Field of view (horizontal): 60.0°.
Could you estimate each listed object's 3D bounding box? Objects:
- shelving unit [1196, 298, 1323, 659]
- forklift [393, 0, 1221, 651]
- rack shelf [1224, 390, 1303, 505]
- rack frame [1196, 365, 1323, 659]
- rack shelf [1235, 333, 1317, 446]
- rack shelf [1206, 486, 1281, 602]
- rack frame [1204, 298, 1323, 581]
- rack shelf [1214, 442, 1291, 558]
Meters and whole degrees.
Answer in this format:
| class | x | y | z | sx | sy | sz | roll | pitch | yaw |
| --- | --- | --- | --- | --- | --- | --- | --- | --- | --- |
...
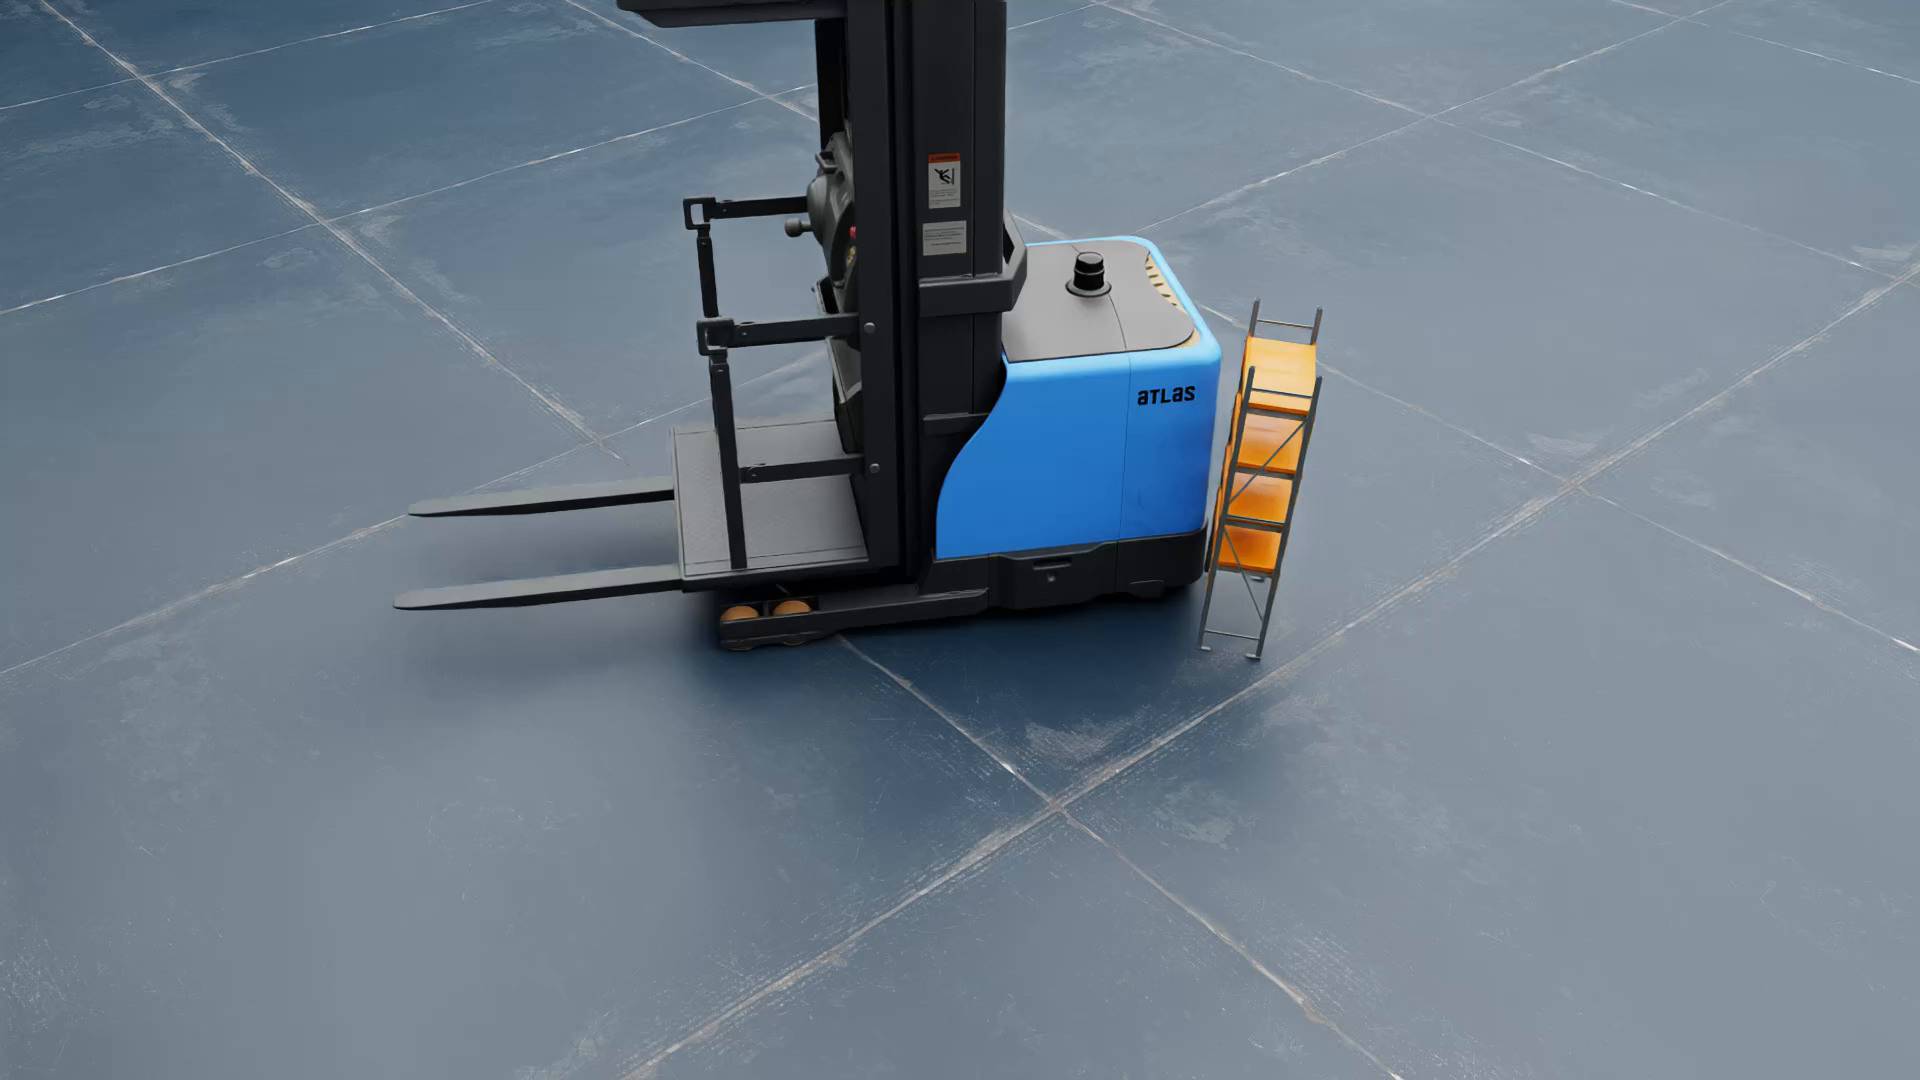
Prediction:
| class | x | y | z | sx | sy | sz | roll | pitch | yaw |
| --- | --- | --- | --- | --- | --- | --- | --- | --- | --- |
| shelving unit | 1.073 | -0.206 | 5.989 | 0.258 | 1.200 | 0.503 | 9 | 36 | 6 |
| forklift | -0.624 | -1.116 | 5.789 | 3.031 | 2.935 | 1.130 | -6 | 36 | -8 |
| rack shelf | 1.083 | -0.332 | 5.897 | 0.258 | 0.148 | 0.480 | 9 | 36 | 6 |
| rack frame | 1.029 | -0.067 | 5.793 | 0.240 | 1.200 | 0.015 | 9 | 36 | 6 |
| rack shelf | 1.098 | -0.523 | 5.758 | 0.258 | 0.148 | 0.480 | 9 | 36 | 6 |
| rack shelf | 1.056 | 0.008 | 6.145 | 0.258 | 0.148 | 0.480 | 9 | 36 | 6 |
| rack frame | 1.116 | -0.345 | 6.185 | 0.240 | 1.200 | 0.015 | 9 | 36 | 6 |
| rack shelf | 1.068 | -0.152 | 6.028 | 0.258 | 0.148 | 0.480 | 9 | 36 | 6 |
